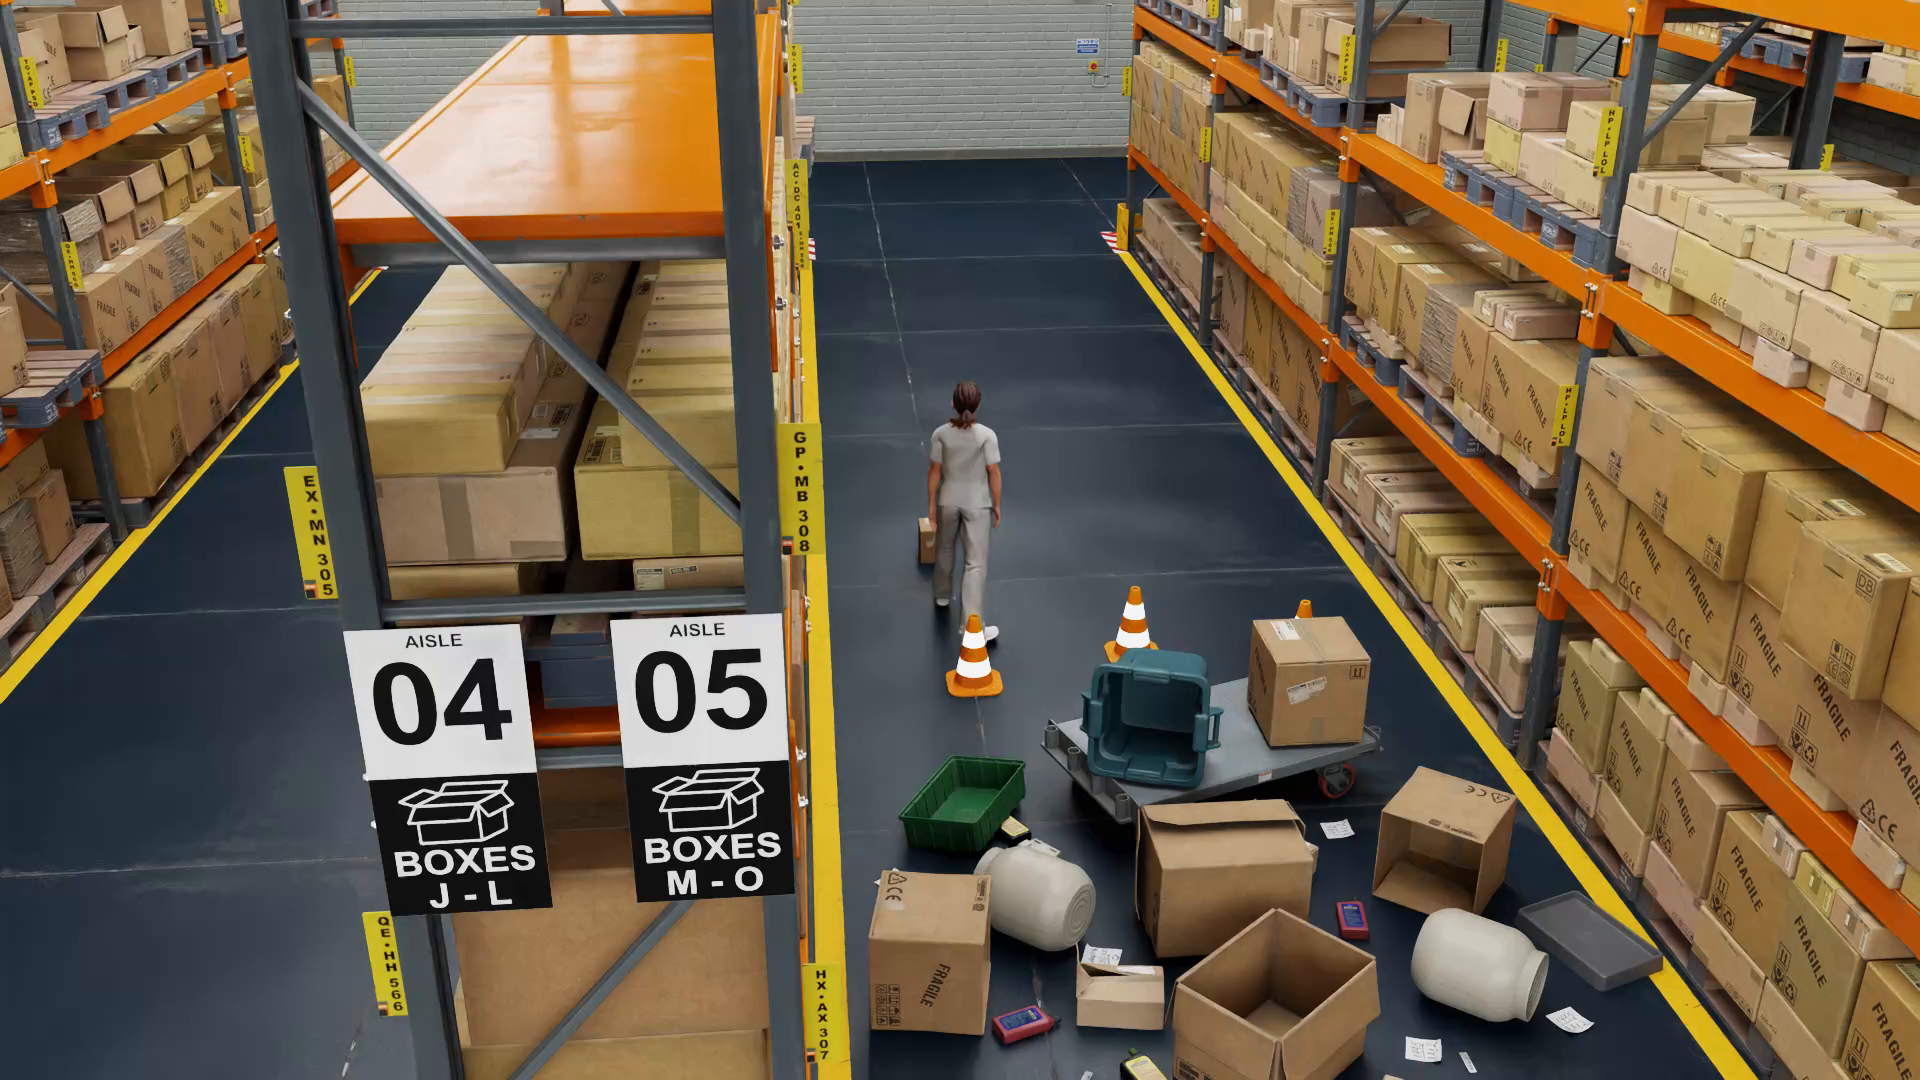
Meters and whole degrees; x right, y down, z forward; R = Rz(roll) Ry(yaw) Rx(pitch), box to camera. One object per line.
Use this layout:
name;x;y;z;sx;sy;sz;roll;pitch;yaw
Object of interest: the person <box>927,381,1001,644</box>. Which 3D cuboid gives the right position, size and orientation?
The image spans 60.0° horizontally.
person;0.019;-0.227;10.618;0.569;1.627;0.886;5;24;12
